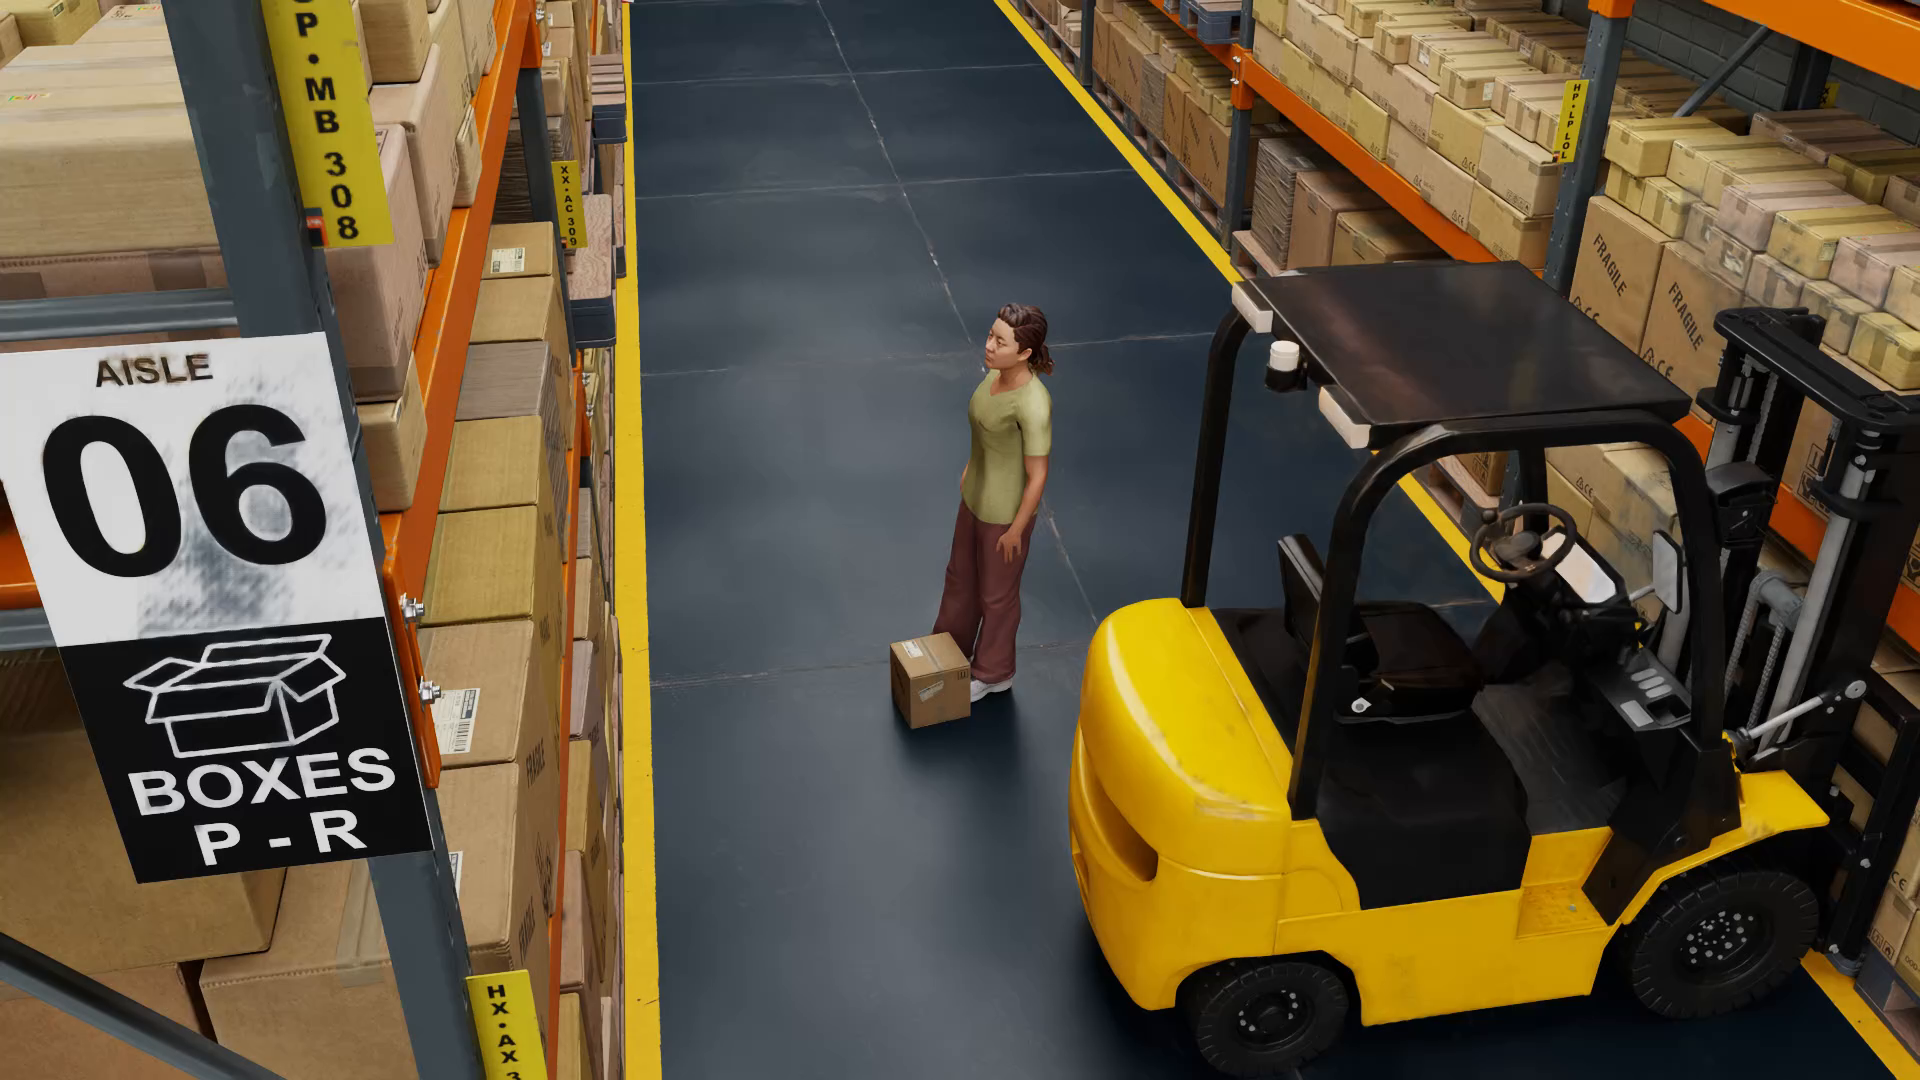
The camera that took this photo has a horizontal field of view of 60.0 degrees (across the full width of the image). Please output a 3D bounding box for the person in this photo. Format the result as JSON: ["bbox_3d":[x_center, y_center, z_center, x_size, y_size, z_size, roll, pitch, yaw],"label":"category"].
[{"bbox_3d":[0.077,-0.115,6.310,0.549,1.675,0.555,-10,32,-15],"label":"person"}]
